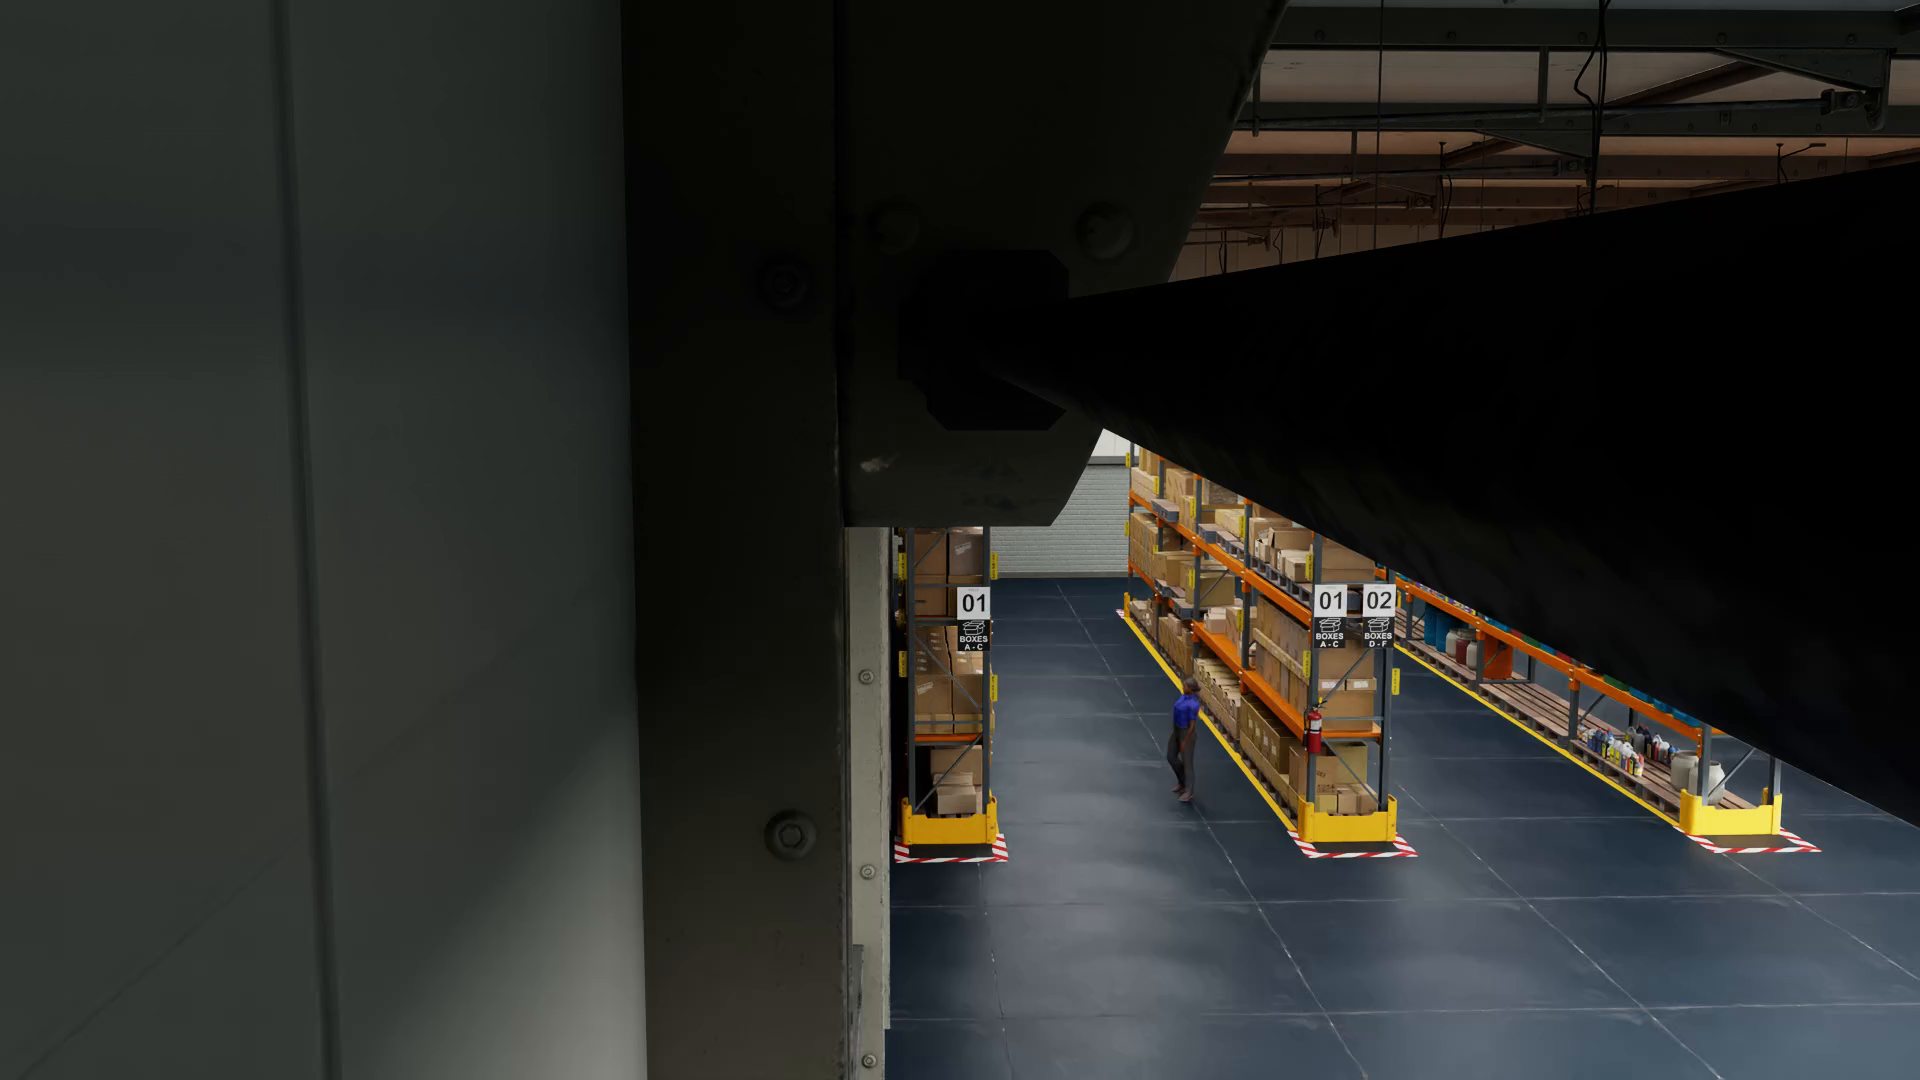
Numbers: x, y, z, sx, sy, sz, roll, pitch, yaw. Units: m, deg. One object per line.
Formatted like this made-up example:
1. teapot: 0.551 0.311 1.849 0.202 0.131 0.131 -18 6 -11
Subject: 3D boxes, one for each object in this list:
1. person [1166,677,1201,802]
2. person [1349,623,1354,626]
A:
1. person: 3.019 2.660 22.422 0.403 1.677 0.557 -3 8 -24
2. person: 8.104 0.999 34.947 0.435 1.821 0.573 -3 8 -25
